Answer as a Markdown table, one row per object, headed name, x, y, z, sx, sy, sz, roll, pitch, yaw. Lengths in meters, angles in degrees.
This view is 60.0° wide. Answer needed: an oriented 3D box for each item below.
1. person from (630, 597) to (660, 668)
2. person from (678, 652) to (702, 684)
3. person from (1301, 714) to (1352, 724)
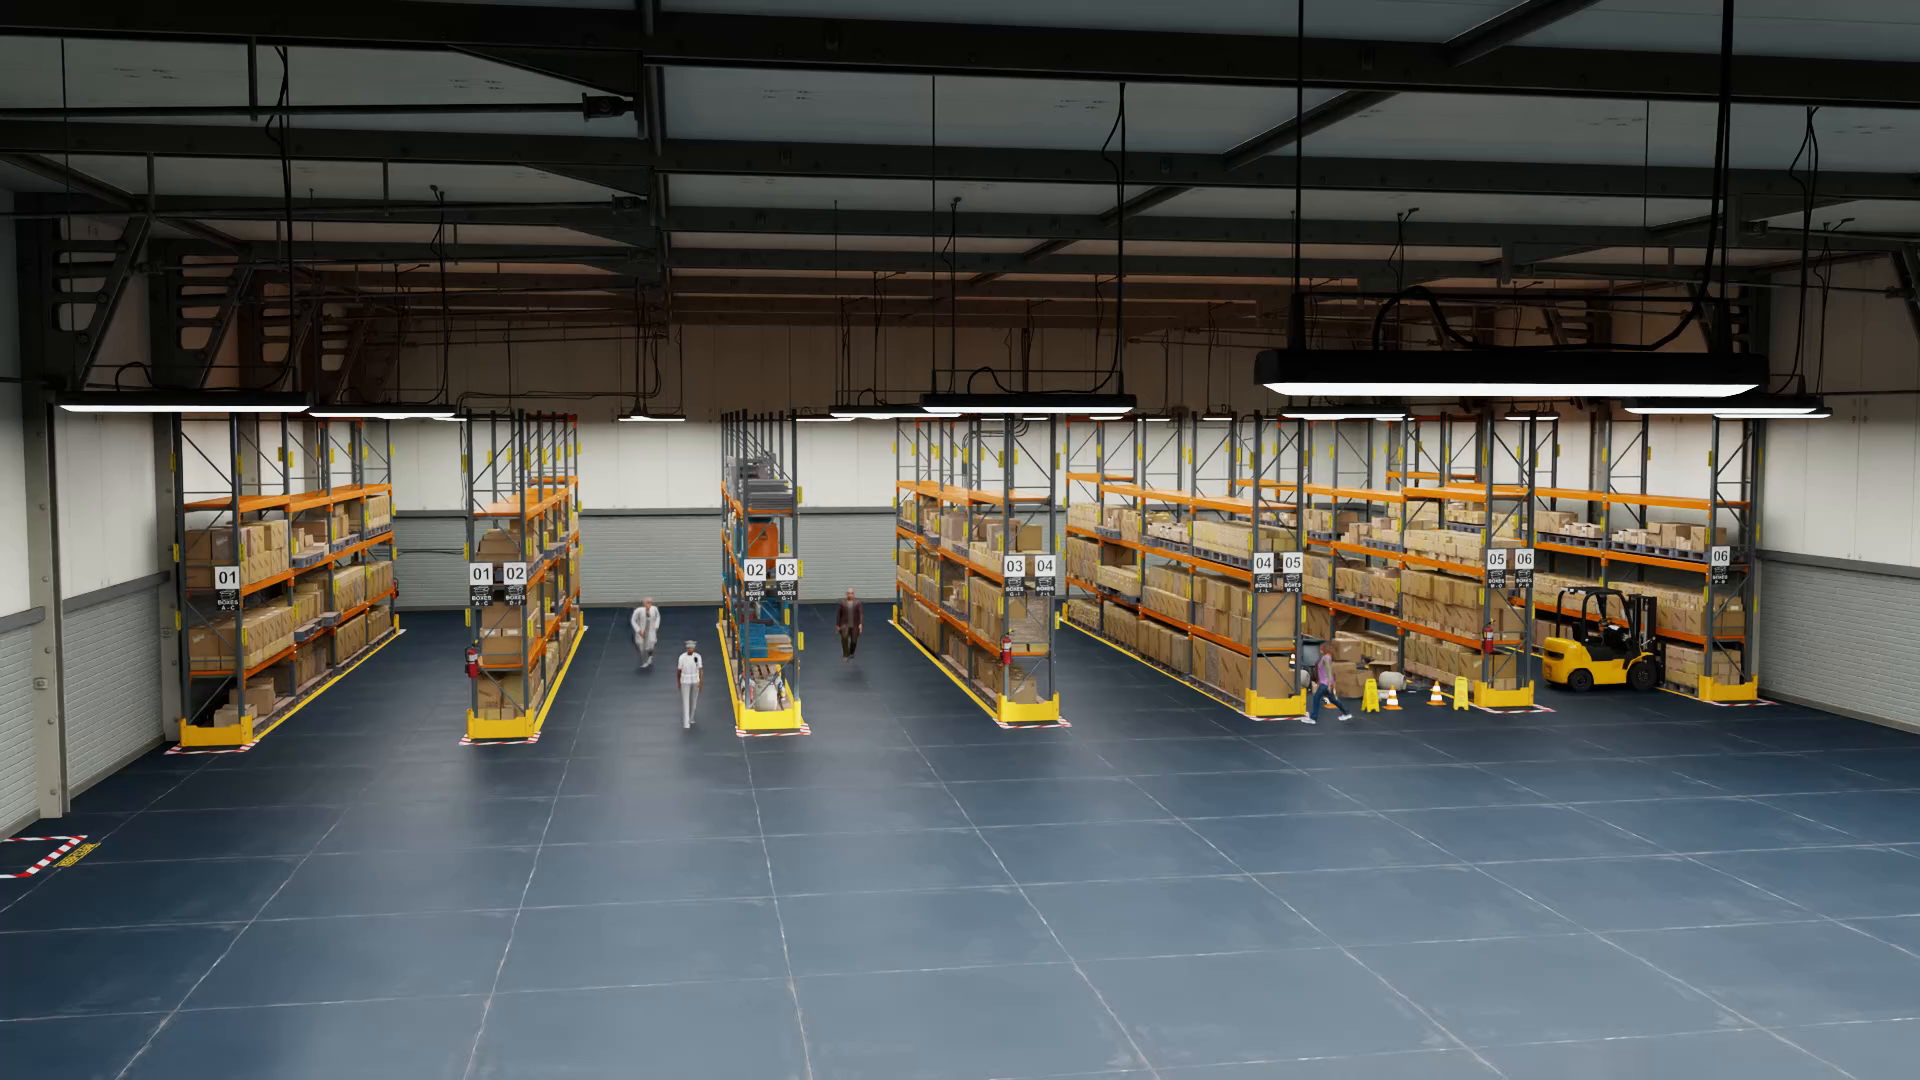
| name | x | y | z | sx | sy | sz | roll | pitch | yaw |
| --- | --- | --- | --- | --- | --- | --- | --- | --- | --- |
| person | -7.388 | 2.166 | 39.033 | 0.690 | 1.682 | 0.635 | -1 | 4 | -14 |
| person | -5.101 | 2.401 | 31.426 | 0.441 | 0.594 | 0.350 | -2 | 4 | -22 |
| person | 6.649 | 3.409 | 31.795 | 0.262 | 0.166 | 0.225 | 1 | 4 | 8 |
